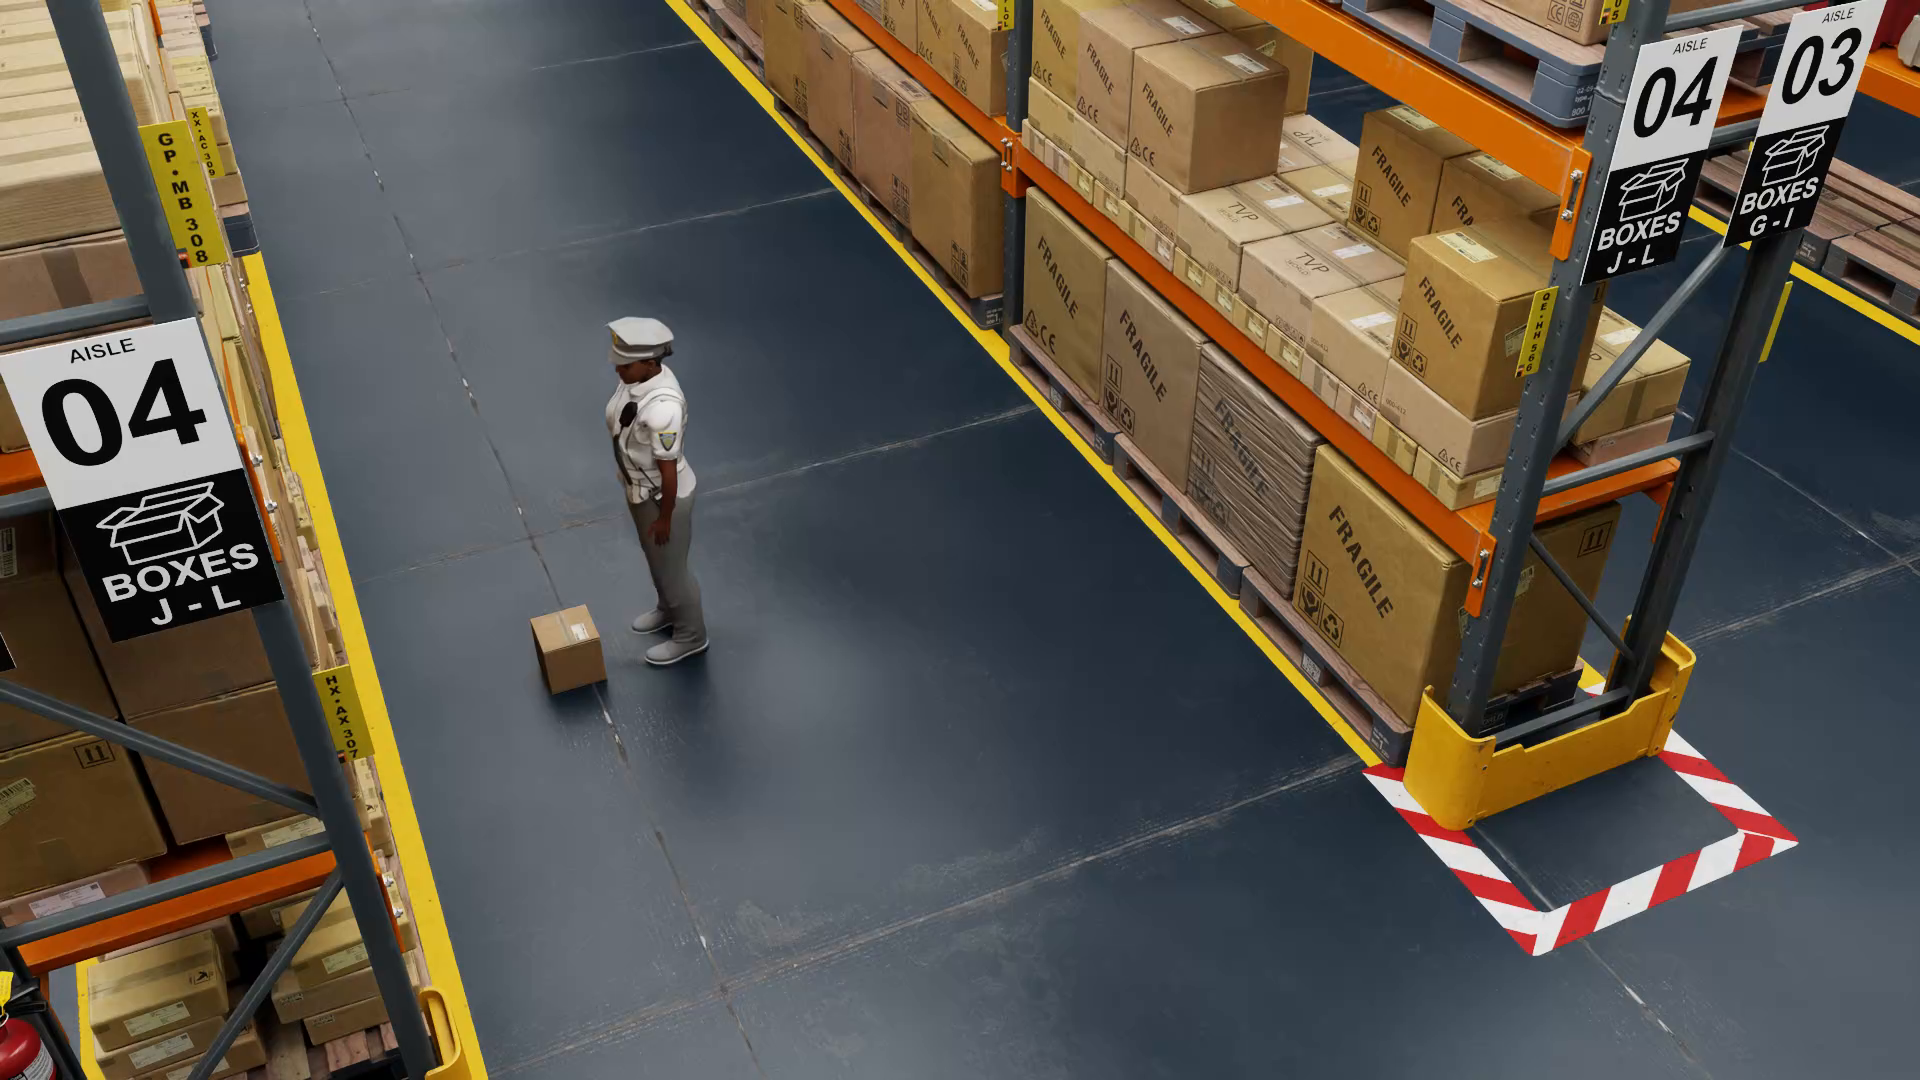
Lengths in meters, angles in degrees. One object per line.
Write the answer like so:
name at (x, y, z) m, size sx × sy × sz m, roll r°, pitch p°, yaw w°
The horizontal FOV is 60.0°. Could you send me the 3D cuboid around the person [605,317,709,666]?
person at (-1.299, -0.195, 7.105) m, size 0.338 × 1.684 × 0.442 m, roll -15°, pitch 40°, yaw -19°
